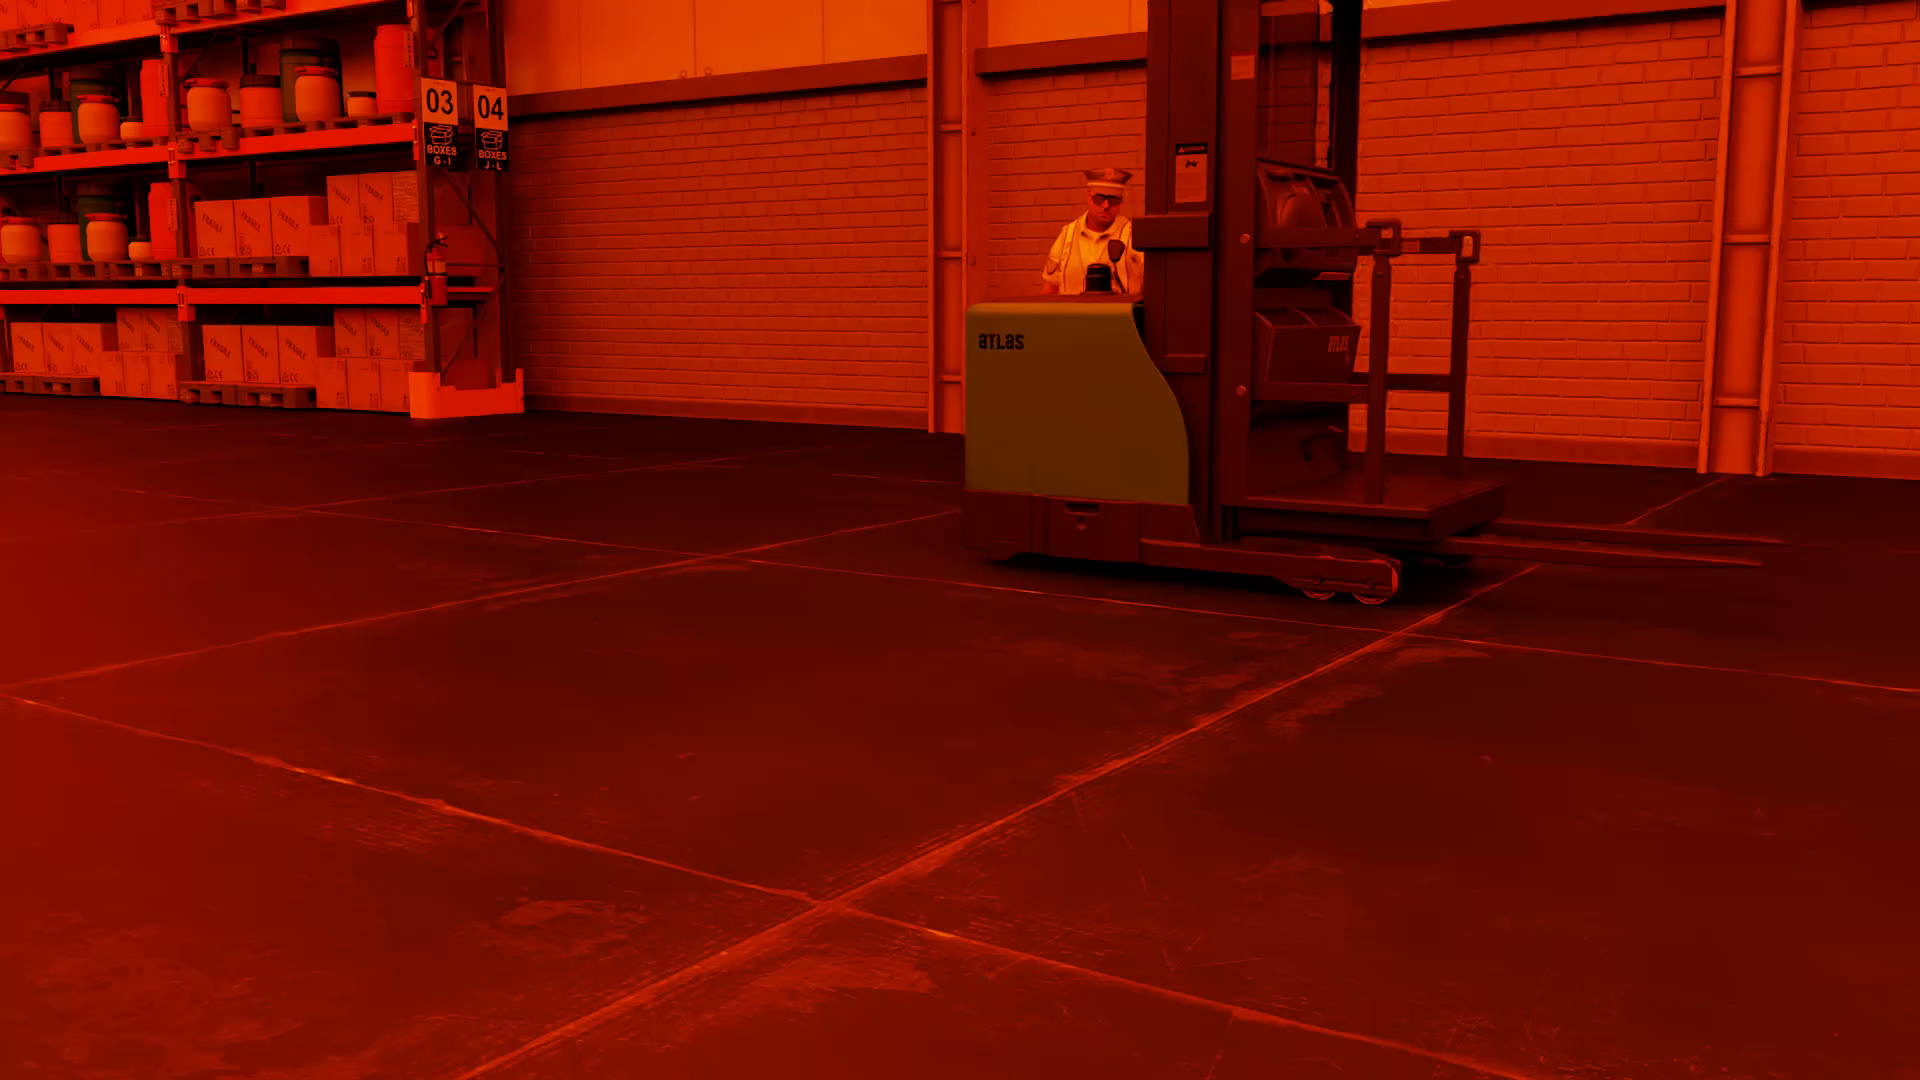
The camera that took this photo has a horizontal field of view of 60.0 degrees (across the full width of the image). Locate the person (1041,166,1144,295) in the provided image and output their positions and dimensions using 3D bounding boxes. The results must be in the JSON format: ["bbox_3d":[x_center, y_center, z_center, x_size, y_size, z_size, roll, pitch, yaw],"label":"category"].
[{"bbox_3d":[0.718,-0.929,8.081,0.874,1.722,0.425,3,9,23],"label":"person"}]

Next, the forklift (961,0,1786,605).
[{"bbox_3d":[1.523,-1.302,6.348,3.031,2.935,1.130,5,10,32],"label":"forklift"}]
